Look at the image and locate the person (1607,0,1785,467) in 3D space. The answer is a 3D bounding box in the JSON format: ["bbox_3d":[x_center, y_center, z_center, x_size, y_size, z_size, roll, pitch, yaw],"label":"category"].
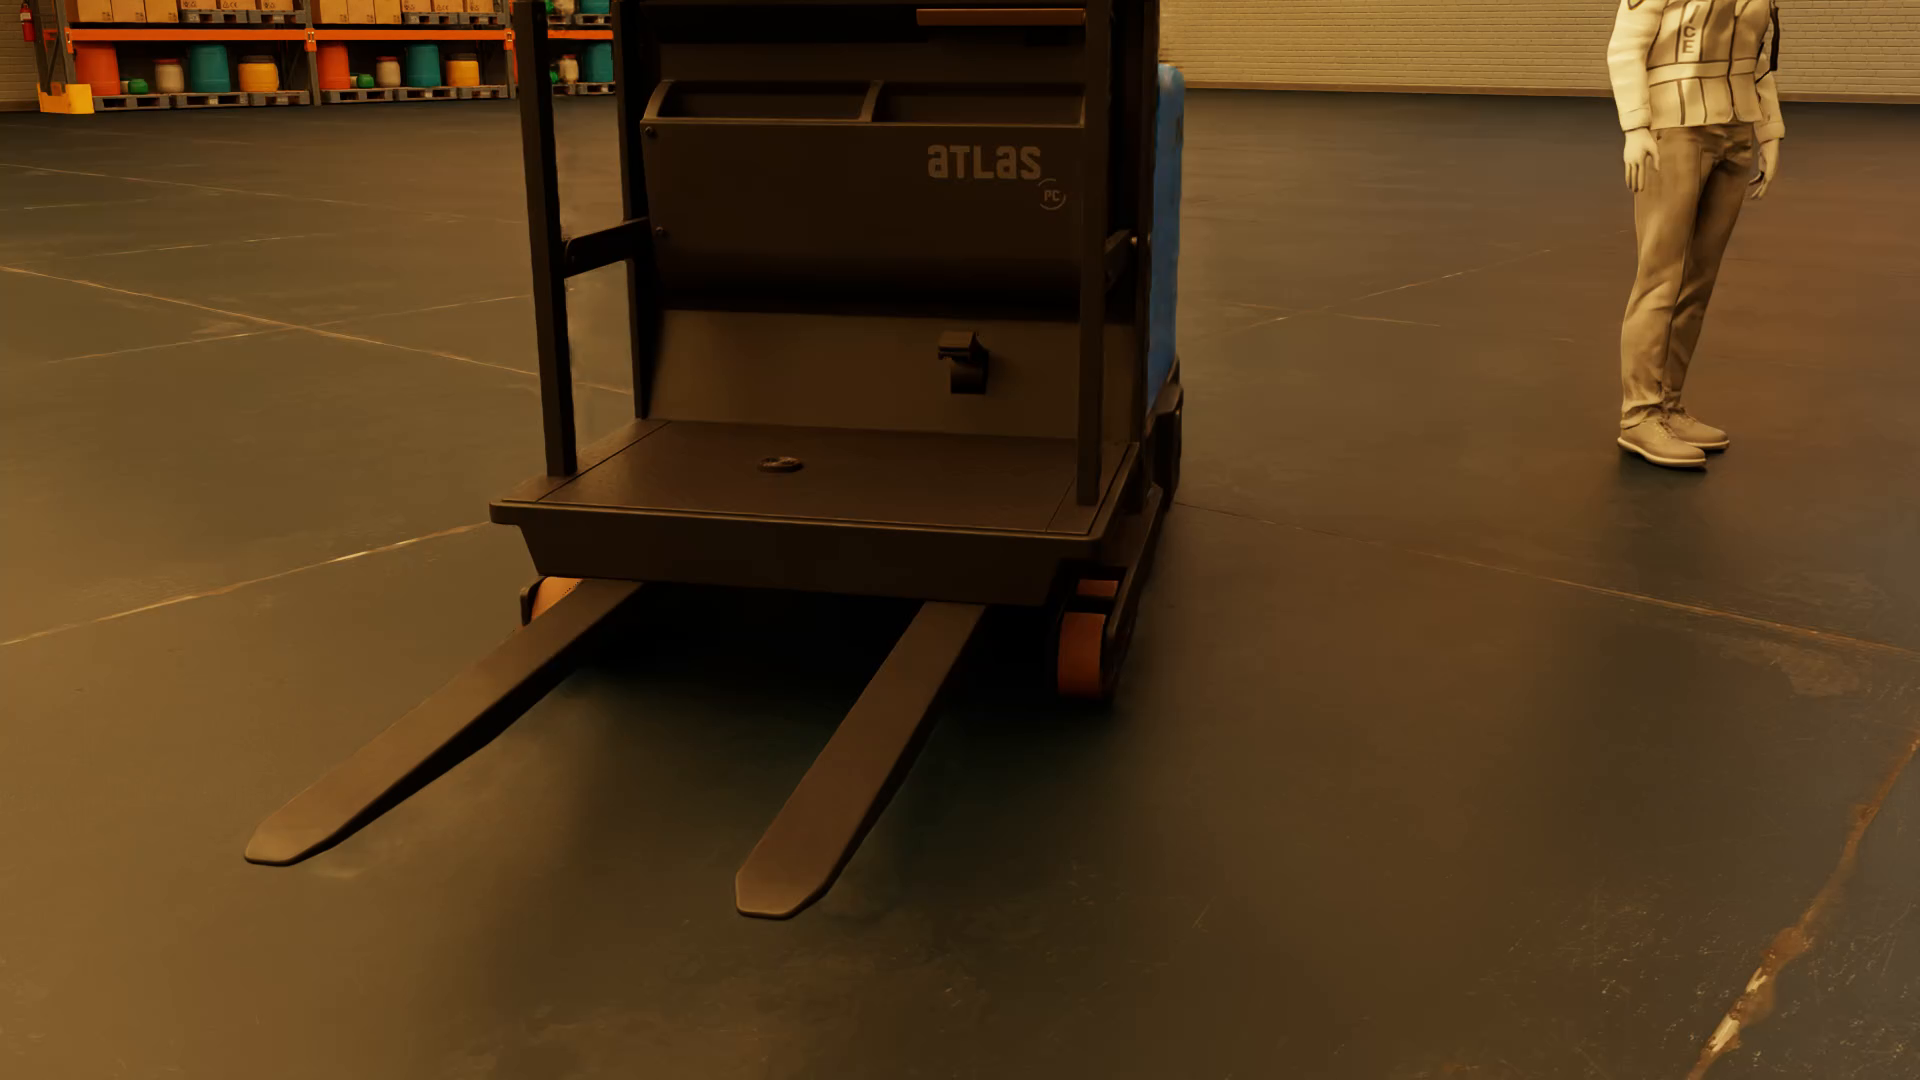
[{"bbox_3d":[2.099,-1.091,4.612,0.594,1.697,0.519,-8,19,-25],"label":"person"}]

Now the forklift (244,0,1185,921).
[{"bbox_3d":[-0.207,-1.228,2.941,1.130,2.935,3.031,3,17,11],"label":"forklift"}]
